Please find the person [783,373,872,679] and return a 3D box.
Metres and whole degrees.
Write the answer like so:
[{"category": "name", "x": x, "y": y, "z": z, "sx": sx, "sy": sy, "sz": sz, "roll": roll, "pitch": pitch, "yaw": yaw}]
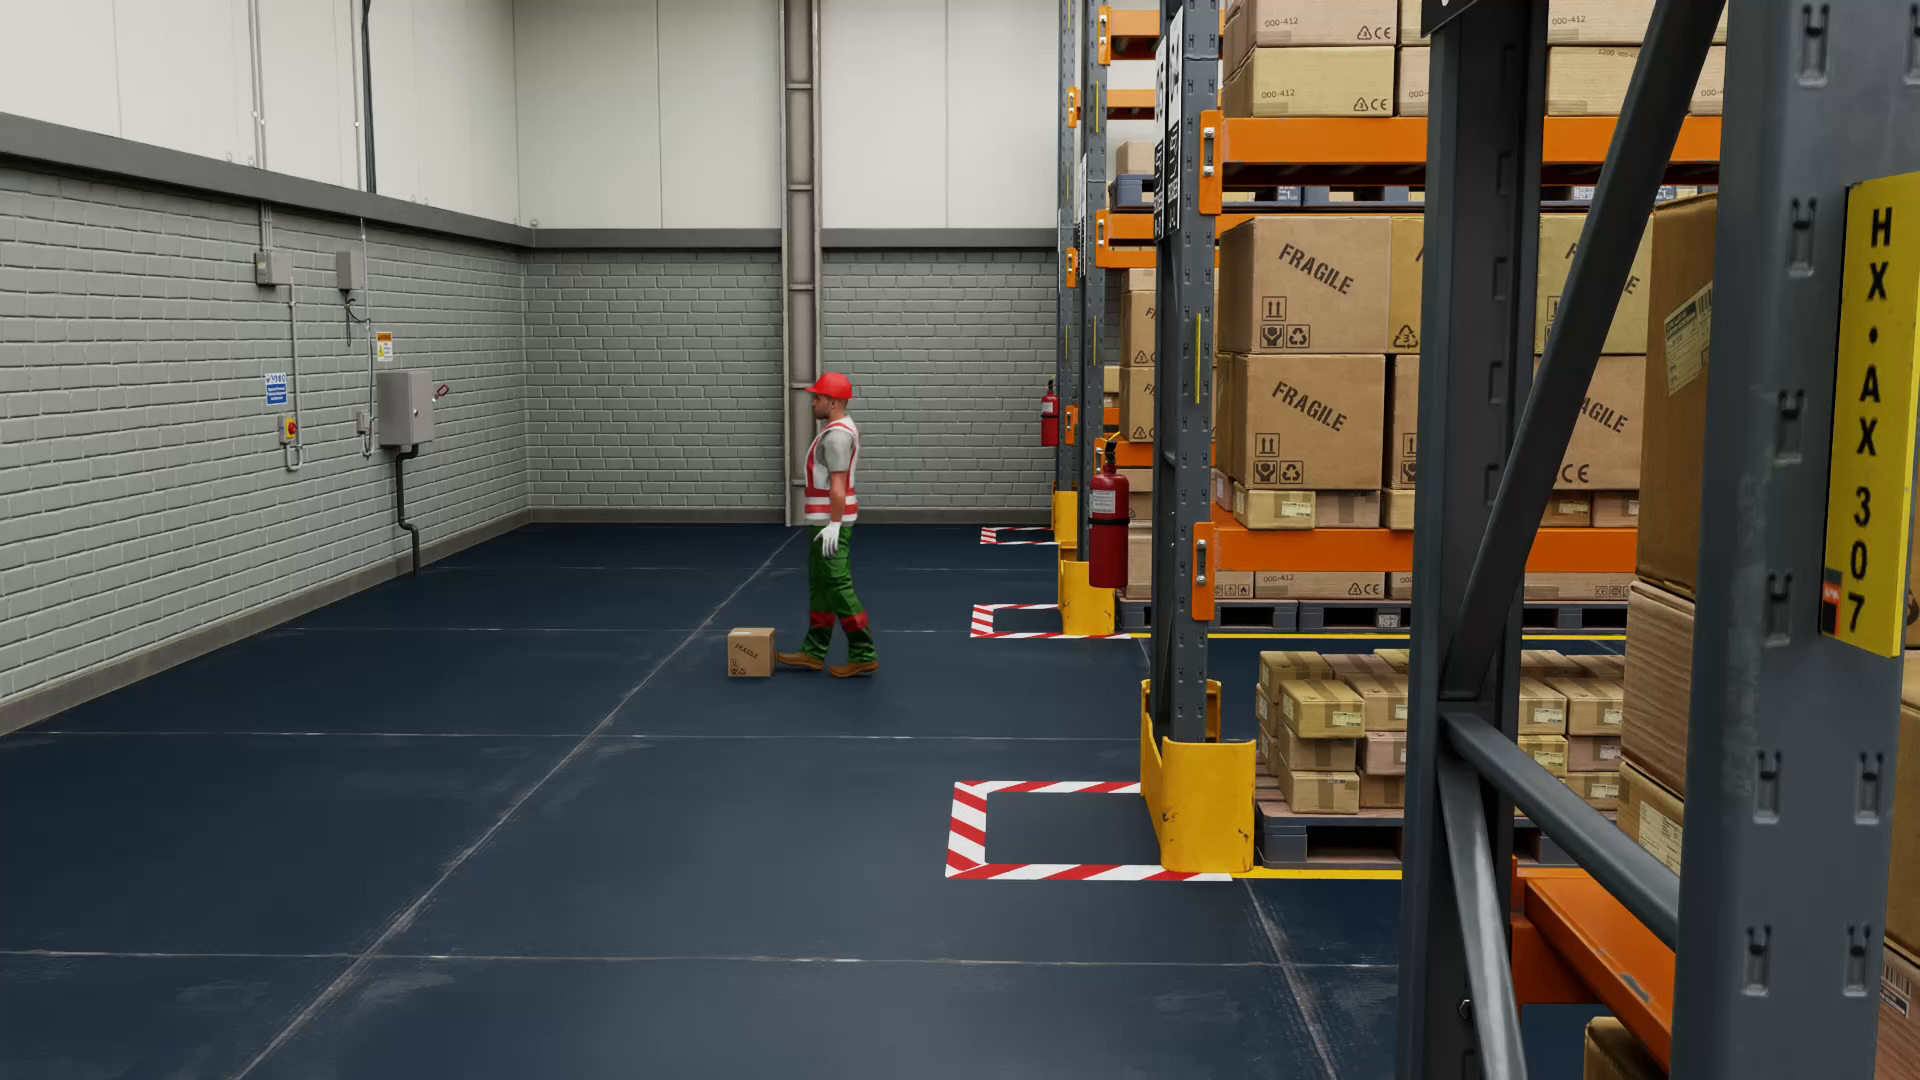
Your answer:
[{"category": "person", "x": -0.797, "y": -0.082, "z": 9.870, "sx": 0.554, "sy": 1.812, "sz": 0.535, "roll": 0, "pitch": 7, "yaw": 2}]
